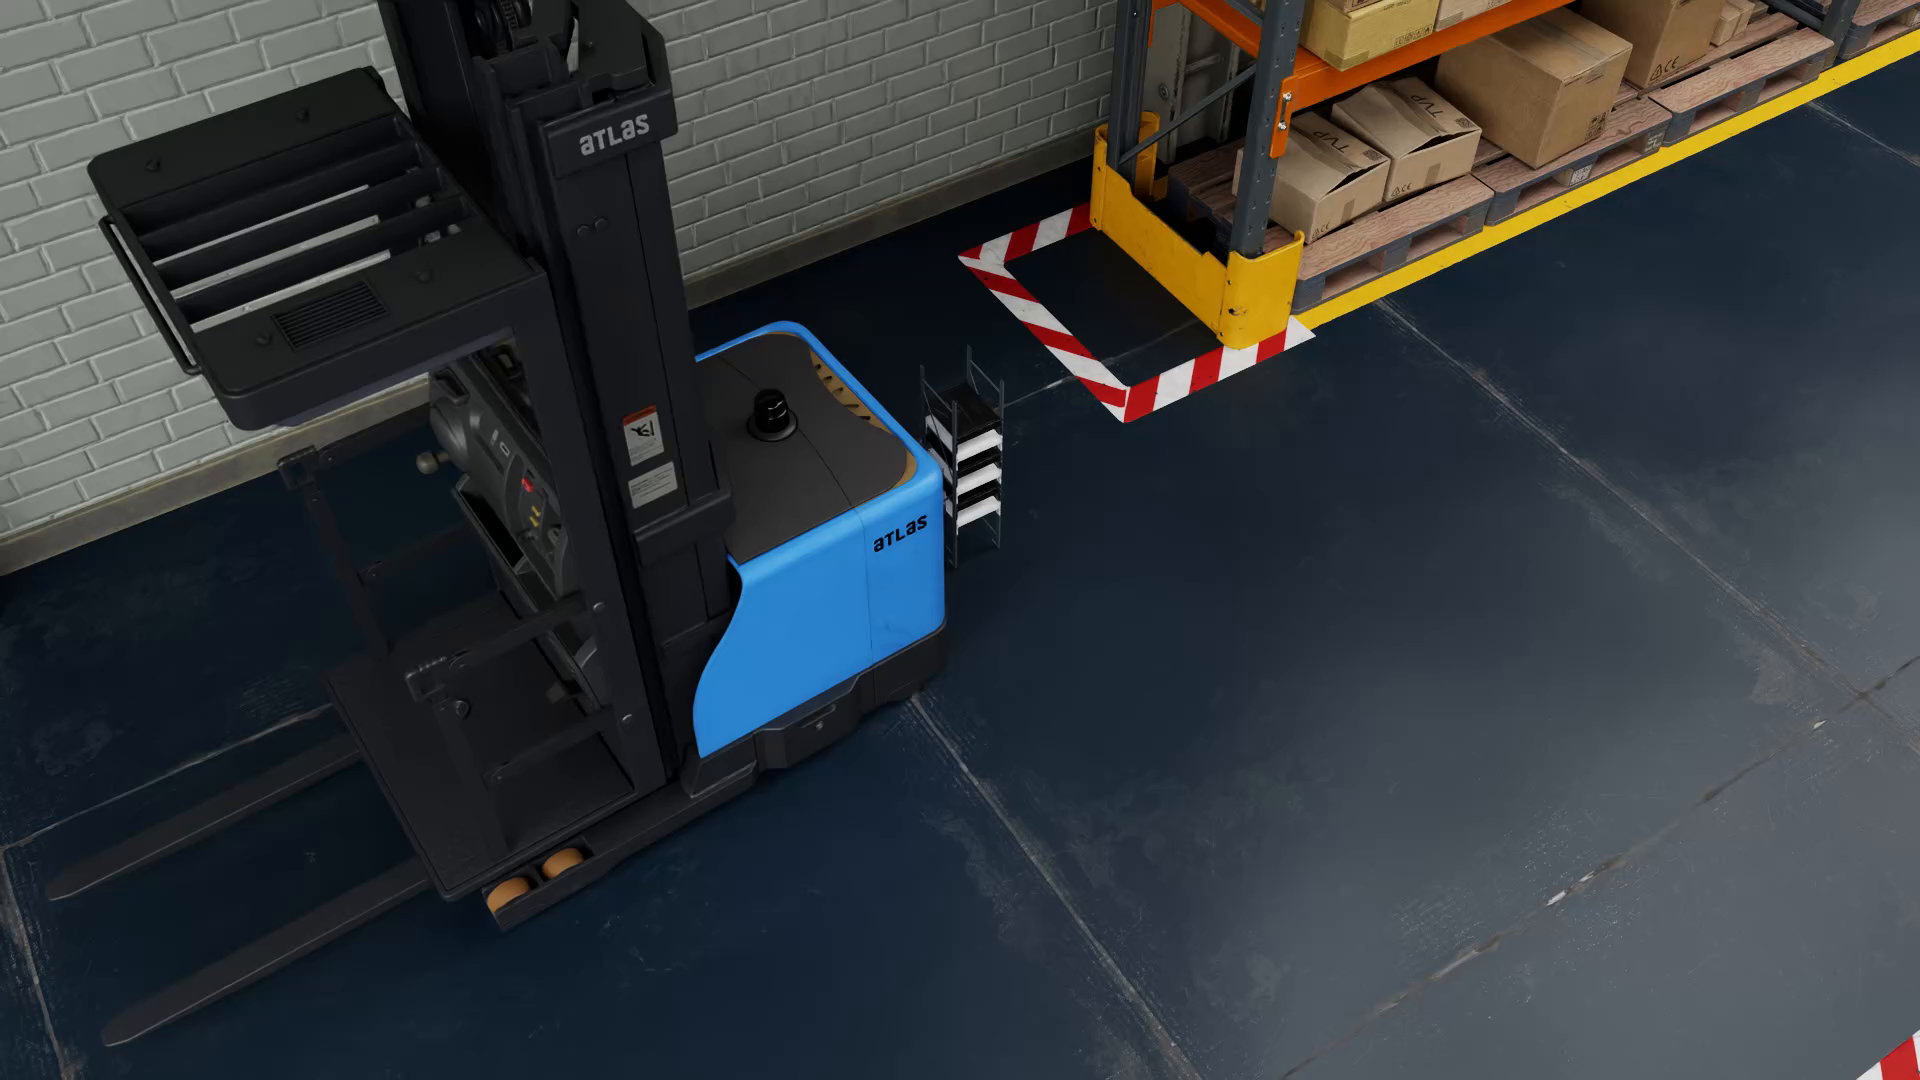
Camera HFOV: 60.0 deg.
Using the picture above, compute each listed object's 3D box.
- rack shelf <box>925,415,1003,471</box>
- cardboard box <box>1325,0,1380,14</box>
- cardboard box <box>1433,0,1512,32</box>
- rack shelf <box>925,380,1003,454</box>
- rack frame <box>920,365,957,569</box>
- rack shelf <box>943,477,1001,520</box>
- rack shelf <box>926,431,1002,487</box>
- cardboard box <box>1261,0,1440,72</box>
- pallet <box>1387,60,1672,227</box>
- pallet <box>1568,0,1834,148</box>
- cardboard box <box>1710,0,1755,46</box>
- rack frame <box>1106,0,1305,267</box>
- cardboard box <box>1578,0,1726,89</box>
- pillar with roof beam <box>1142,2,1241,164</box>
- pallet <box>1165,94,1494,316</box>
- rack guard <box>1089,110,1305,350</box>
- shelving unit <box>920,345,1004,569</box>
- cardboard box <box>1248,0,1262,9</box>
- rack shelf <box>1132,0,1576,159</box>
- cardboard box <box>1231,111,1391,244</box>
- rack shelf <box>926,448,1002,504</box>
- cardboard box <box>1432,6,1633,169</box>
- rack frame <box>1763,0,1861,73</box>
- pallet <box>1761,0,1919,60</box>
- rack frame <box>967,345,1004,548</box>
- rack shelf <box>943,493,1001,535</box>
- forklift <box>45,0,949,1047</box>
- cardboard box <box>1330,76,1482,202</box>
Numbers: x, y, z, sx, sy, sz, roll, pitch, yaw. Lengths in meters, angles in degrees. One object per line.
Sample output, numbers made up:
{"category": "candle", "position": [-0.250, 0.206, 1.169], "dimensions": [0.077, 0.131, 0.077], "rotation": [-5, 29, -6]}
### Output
{"category": "rack shelf", "position": [0.007, -0.400, 6.253], "dimensions": [0.200, 0.077, 0.258], "rotation": [-25, 53, -21]}
{"category": "cardboard box", "position": [1.560, -2.447, 6.450], "dimensions": [0.500, 0.500, 0.500], "rotation": [-25, 53, -21]}
{"category": "cardboard box", "position": [2.009, -2.407, 6.917], "dimensions": [0.500, 0.250, 0.500], "rotation": [-27, 54, -22]}
{"category": "rack shelf", "position": [0.007, -0.460, 6.185], "dimensions": [0.200, 0.077, 0.258], "rotation": [-25, 53, -21]}
{"category": "rack frame", "position": [-0.079, -0.262, 6.326], "dimensions": [0.006, 0.900, 0.240], "rotation": [-25, 53, -21]}
{"category": "rack shelf", "position": [0.007, -0.220, 6.454], "dimensions": [0.200, 0.077, 0.258], "rotation": [-25, 53, -21]}
{"category": "rack shelf", "position": [0.007, -0.340, 6.320], "dimensions": [0.200, 0.077, 0.258], "rotation": [-25, 53, -21]}
{"category": "cardboard box", "position": [1.578, -2.191, 6.725], "dimensions": [0.500, 0.250, 0.500], "rotation": [-27, 54, -22]}
{"category": "pallet", "position": [2.796, -2.127, 8.448], "dimensions": [1.213, 0.211, 1.003], "rotation": [-25, 53, -21]}
{"category": "pallet", "position": [3.829, -2.617, 8.884], "dimensions": [1.213, 0.211, 1.003], "rotation": [-25, 53, -21]}
{"category": "cardboard box", "position": [3.942, -2.806, 8.788], "dimensions": [0.250, 0.166, 0.380], "rotation": [-32, 56, -25]}
{"category": "rack frame", "position": [0.996, -2.240, 6.682], "dimensions": [0.127, 3.000, 1.000], "rotation": [-25, 53, -21]}
{"category": "cardboard box", "position": [3.522, -2.710, 8.479], "dimensions": [0.500, 0.500, 0.500], "rotation": [-29, 54, -23]}
{"category": "pillar with roof beam", "position": [3.423, -2.341, 2.755], "dimensions": [0.400, 9.000, 9.100], "rotation": [-25, 53, -21]}
{"category": "pallet", "position": [1.766, -1.644, 8.018], "dimensions": [1.213, 0.211, 1.003], "rotation": [-25, 53, -21]}
{"category": "rack guard", "position": [1.060, -1.439, 7.642], "dimensions": [0.348, 0.500, 1.175], "rotation": [-25, 53, -21]}
{"category": "shelving unit", "position": [0.007, -0.303, 6.362], "dimensions": [0.210, 0.900, 0.258], "rotation": [-25, 53, -21]}
{"category": "cardboard box", "position": [1.287, -2.505, 7.005], "dimensions": [0.500, 0.250, 0.500], "rotation": [-25, 53, -20]}
{"category": "rack shelf", "position": [2.687, -2.798, 7.660], "dimensions": [4.000, 0.370, 1.077], "rotation": [-25, 53, -21]}
{"category": "cardboard box", "position": [1.629, -1.711, 7.716], "dimensions": [0.500, 0.311, 0.500], "rotation": [-31, 55, -25]}
{"category": "rack shelf", "position": [0.007, -0.280, 6.387], "dimensions": [0.200, 0.077, 0.258], "rotation": [-25, 53, -21]}
{"category": "cardboard box", "position": [2.758, -2.262, 8.080], "dimensions": [0.500, 0.500, 0.700], "rotation": [-28, 54, -23]}
{"category": "rack frame", "position": [4.379, -3.834, 8.101], "dimensions": [0.127, 3.000, 1.000], "rotation": [-25, 53, -21]}
{"category": "pallet", "position": [5.036, -3.218, 9.419], "dimensions": [1.213, 0.211, 1.003], "rotation": [-25, 53, -21]}
{"category": "rack frame", "position": [0.093, -0.343, 6.398], "dimensions": [0.006, 0.900, 0.240], "rotation": [-25, 53, -21]}
{"category": "rack shelf", "position": [0.007, -0.161, 6.521], "dimensions": [0.200, 0.077, 0.258], "rotation": [-25, 53, -21]}
{"category": "forklift", "position": [-1.539, -0.146, 4.863], "dimensions": [3.031, 2.935, 1.130], "rotation": [-28, 54, -23]}
{"category": "cardboard box", "position": [2.111, -1.938, 7.919], "dimensions": [0.500, 0.311, 0.500], "rotation": [-21, 52, -18]}
